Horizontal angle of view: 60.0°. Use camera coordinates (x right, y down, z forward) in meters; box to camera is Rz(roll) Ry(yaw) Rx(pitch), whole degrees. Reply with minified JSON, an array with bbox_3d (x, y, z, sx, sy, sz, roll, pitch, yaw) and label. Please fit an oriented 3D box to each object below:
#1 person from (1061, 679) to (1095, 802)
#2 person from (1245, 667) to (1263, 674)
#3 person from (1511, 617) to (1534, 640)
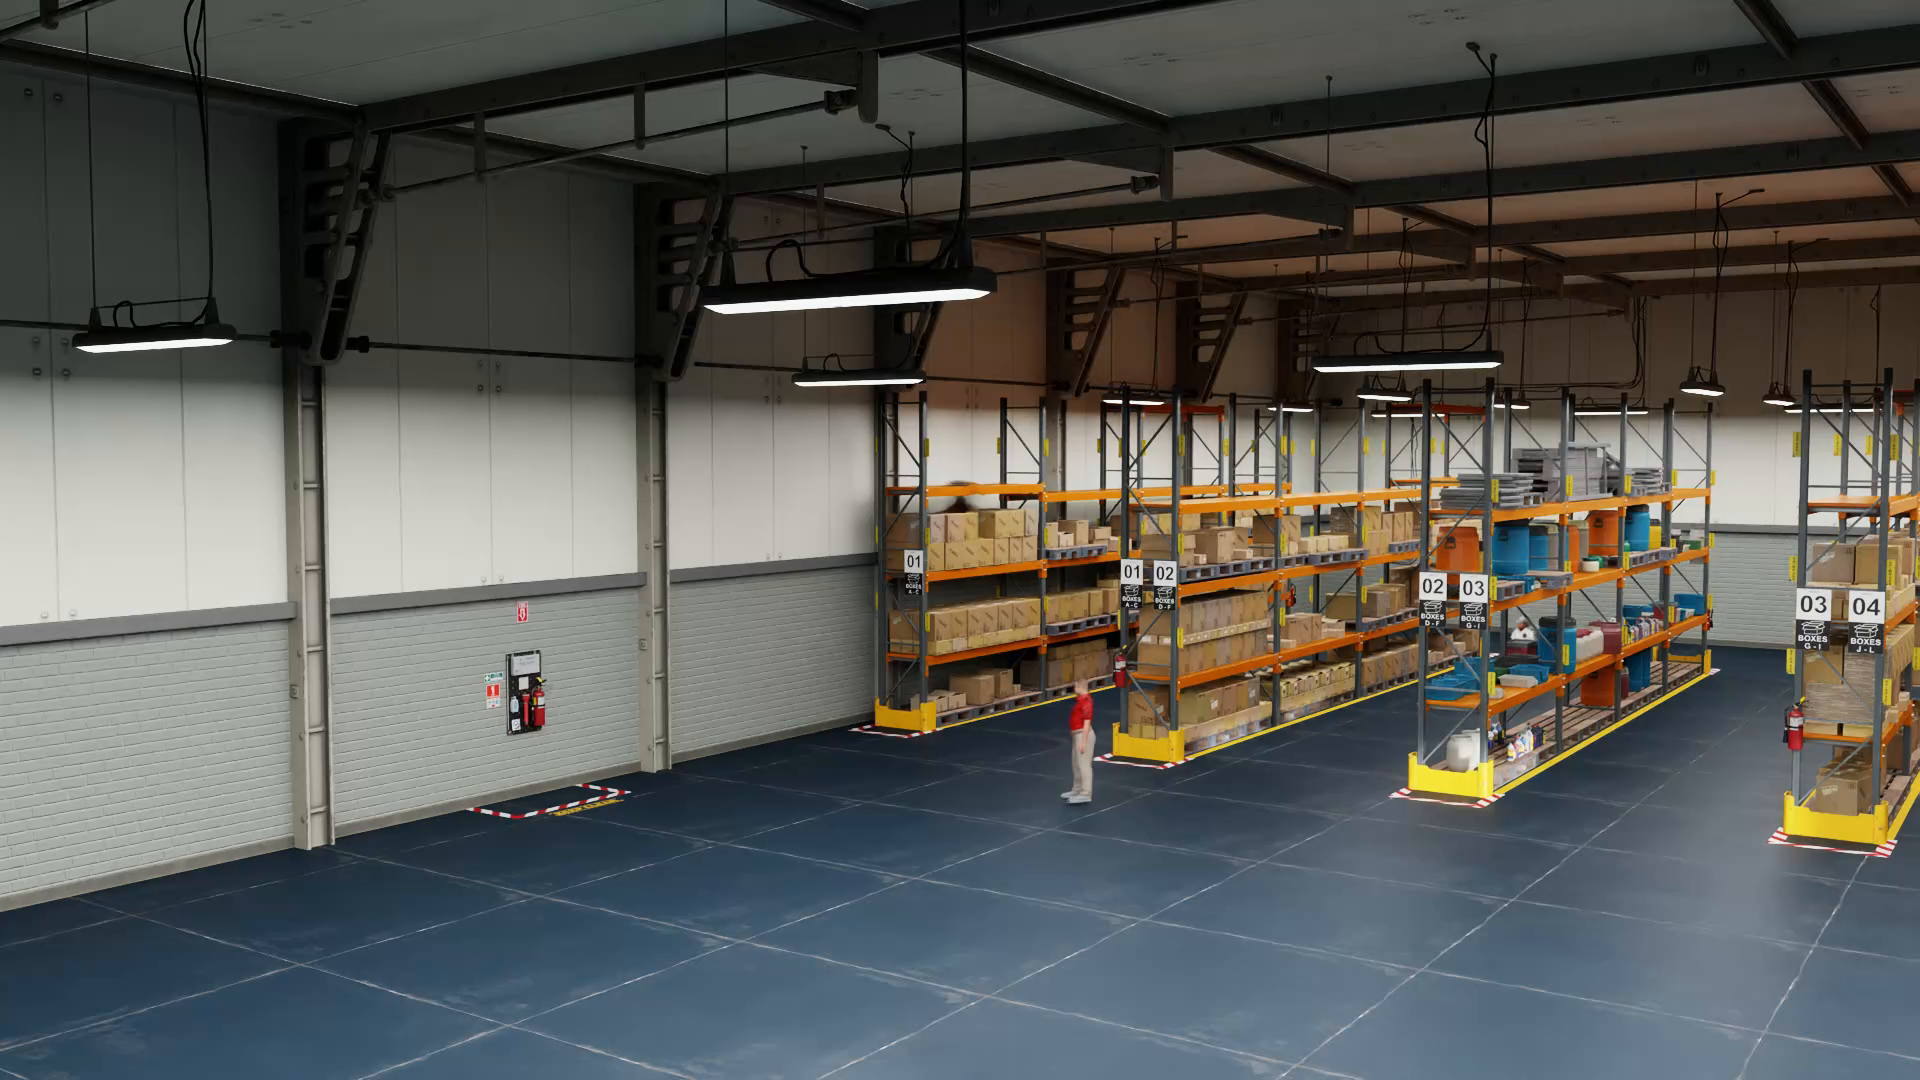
[{"bbox_3d":[1.681,2.820,23.551,0.439,1.728,0.593,0,3,-8],"label":"person"},{"bbox_3d":[6.502,2.164,36.816,0.480,1.567,0.624,2,4,32],"label":"person"},{"bbox_3d":[11.255,2.348,33.304,0.556,1.615,0.929,3,4,40],"label":"person"}]
